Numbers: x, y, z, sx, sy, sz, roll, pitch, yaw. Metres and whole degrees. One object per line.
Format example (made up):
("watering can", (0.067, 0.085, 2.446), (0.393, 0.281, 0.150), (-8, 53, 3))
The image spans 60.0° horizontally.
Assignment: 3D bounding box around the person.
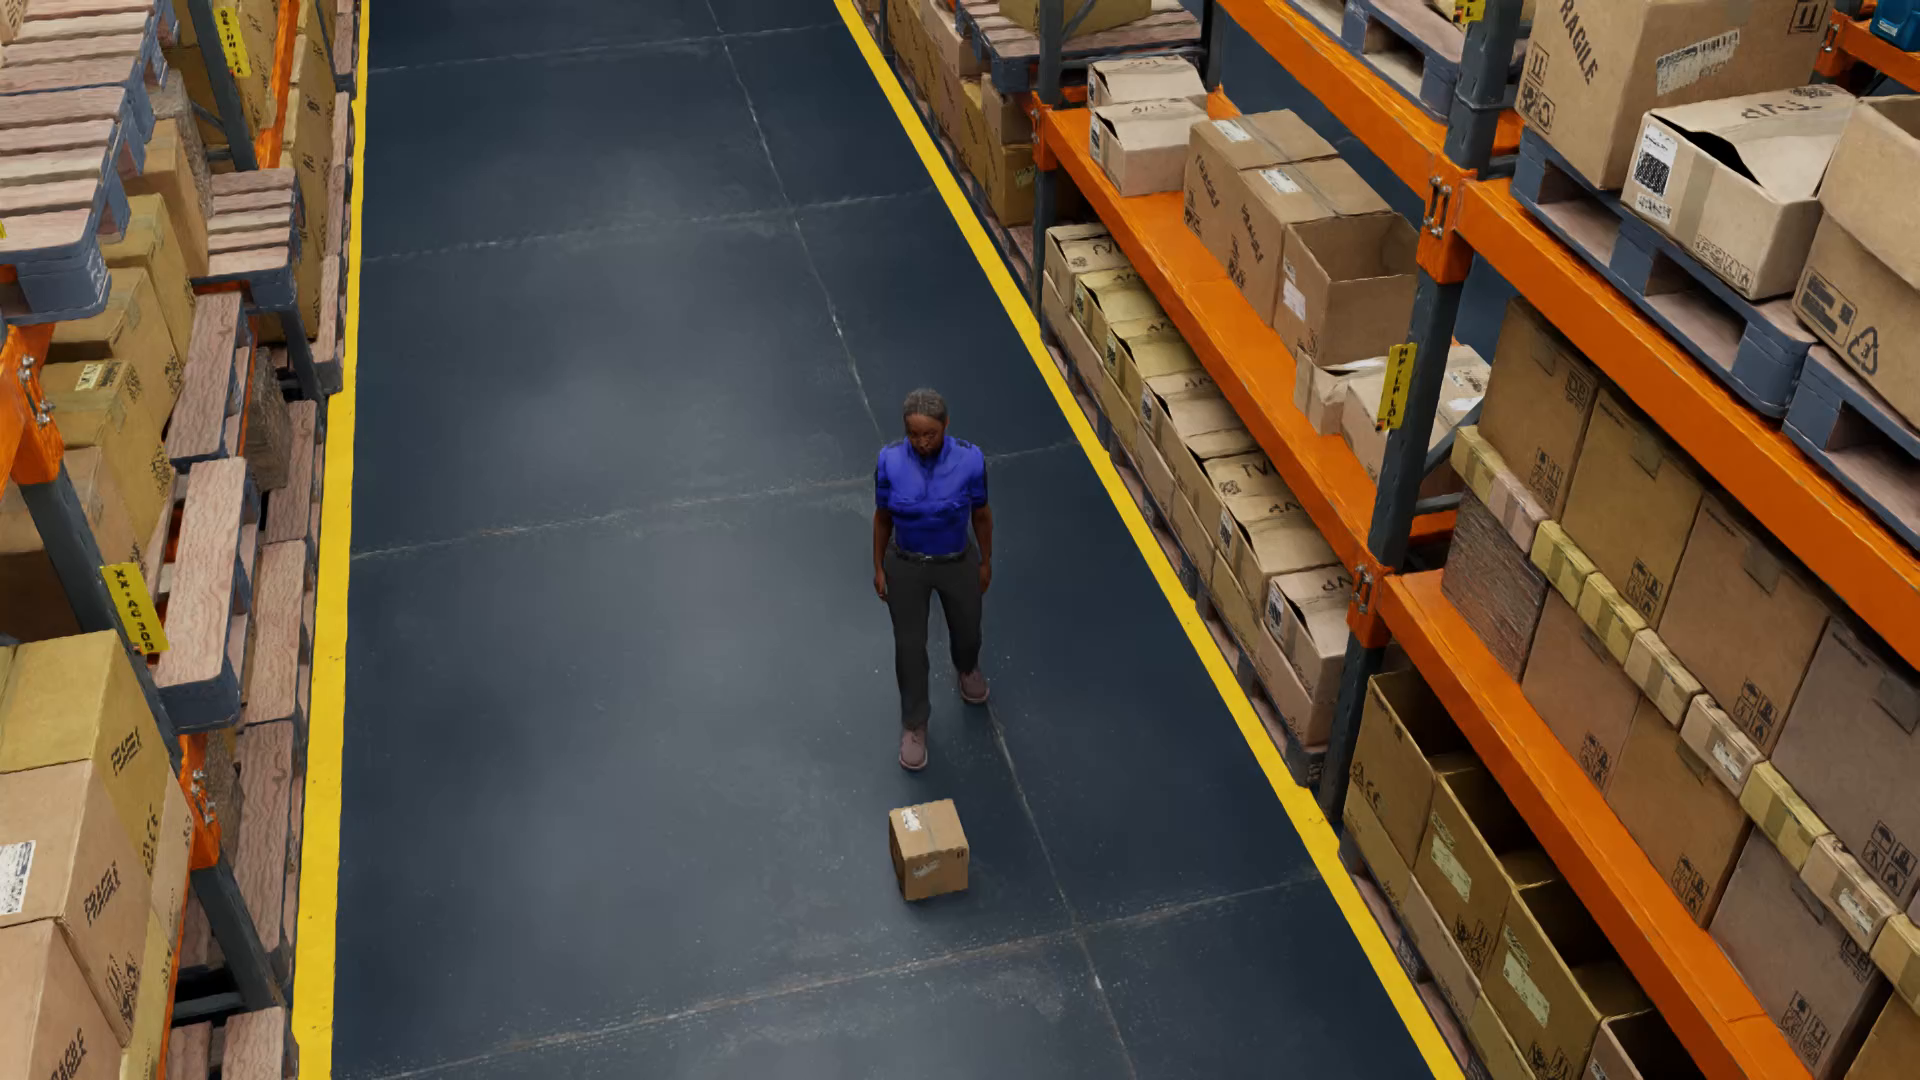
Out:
("person", (-0.110, 0.105, 6.568), (0.463, 1.656, 0.654), (1, 38, 1))
